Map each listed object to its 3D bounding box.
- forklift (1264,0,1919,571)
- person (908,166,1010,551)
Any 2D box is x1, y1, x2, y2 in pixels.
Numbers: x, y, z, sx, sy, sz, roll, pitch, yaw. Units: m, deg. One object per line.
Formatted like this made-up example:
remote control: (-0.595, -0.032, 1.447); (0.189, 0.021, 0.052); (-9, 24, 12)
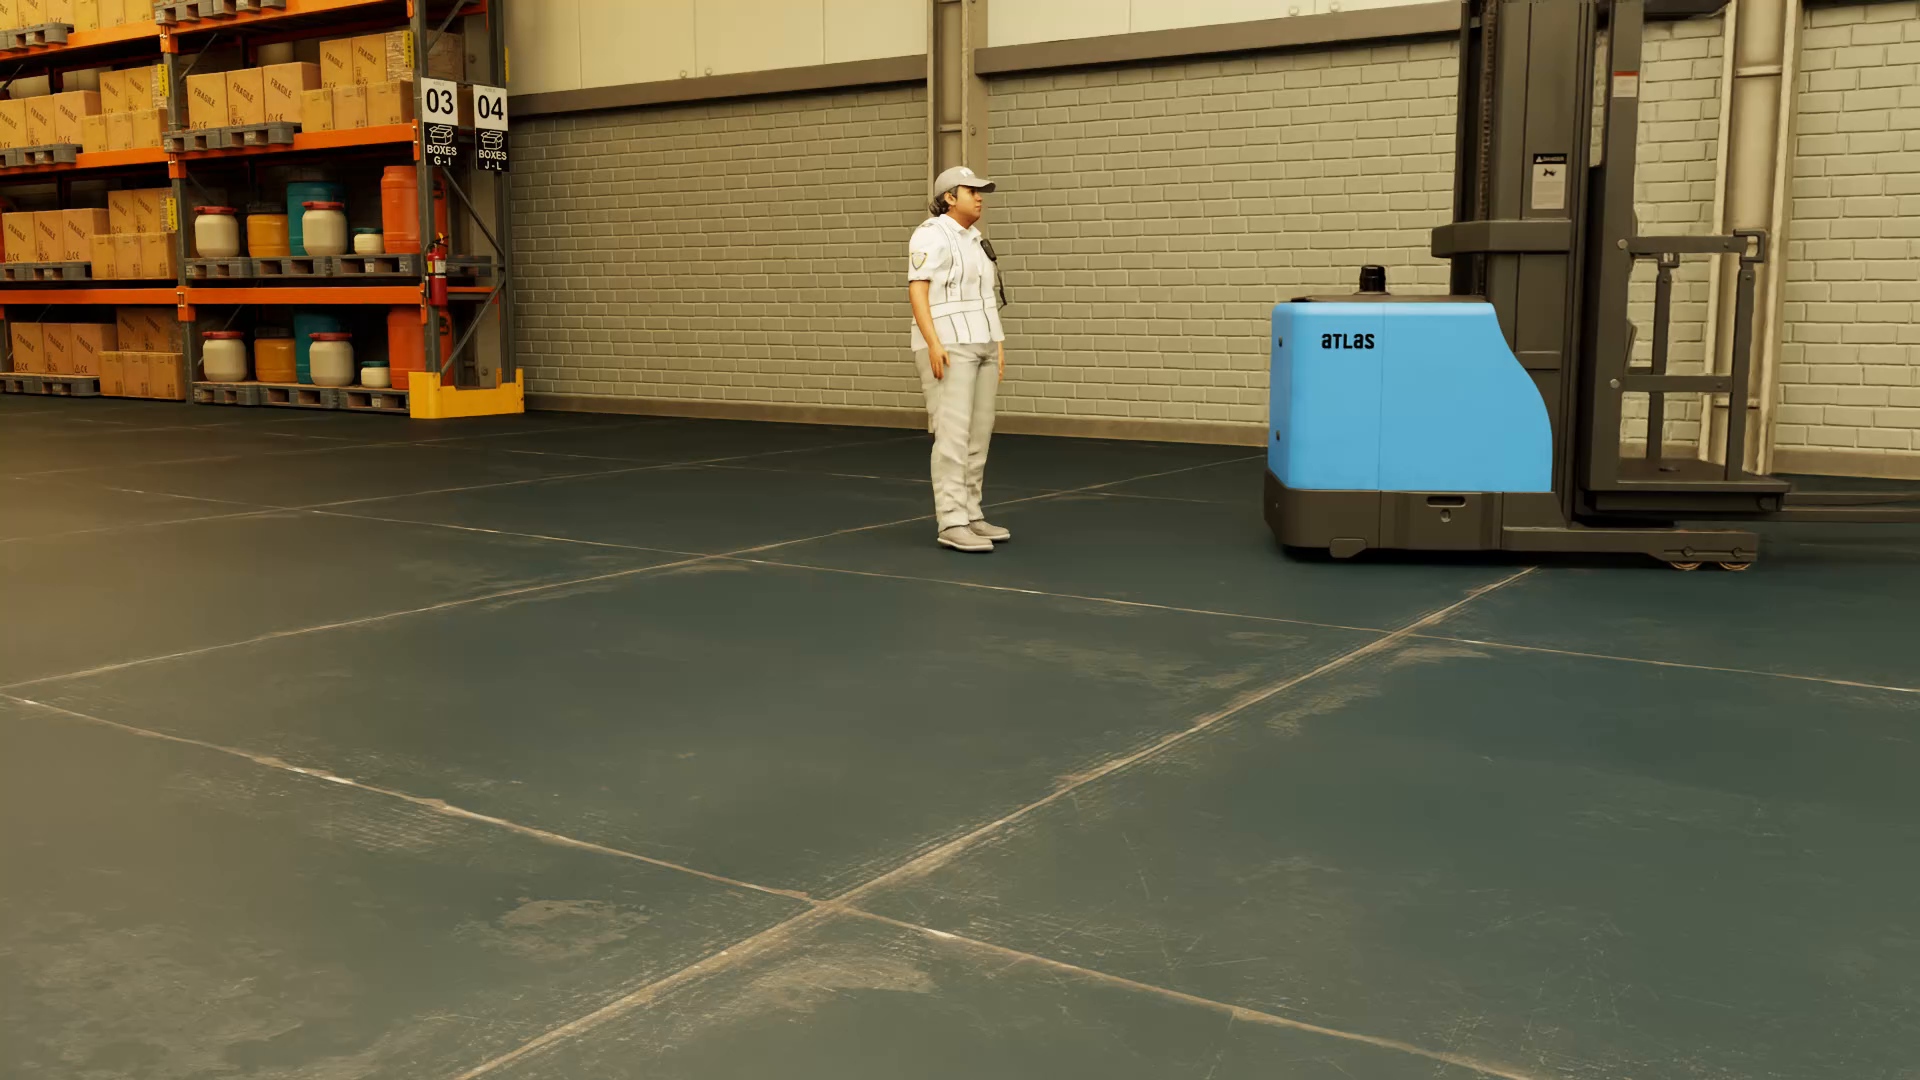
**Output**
forklift: (2.900, -1.404, 7.068); (3.031, 2.935, 1.130); (1, 8, 5)
person: (0.051, -0.824, 7.424); (0.529, 1.670, 0.597); (5, 10, 34)
